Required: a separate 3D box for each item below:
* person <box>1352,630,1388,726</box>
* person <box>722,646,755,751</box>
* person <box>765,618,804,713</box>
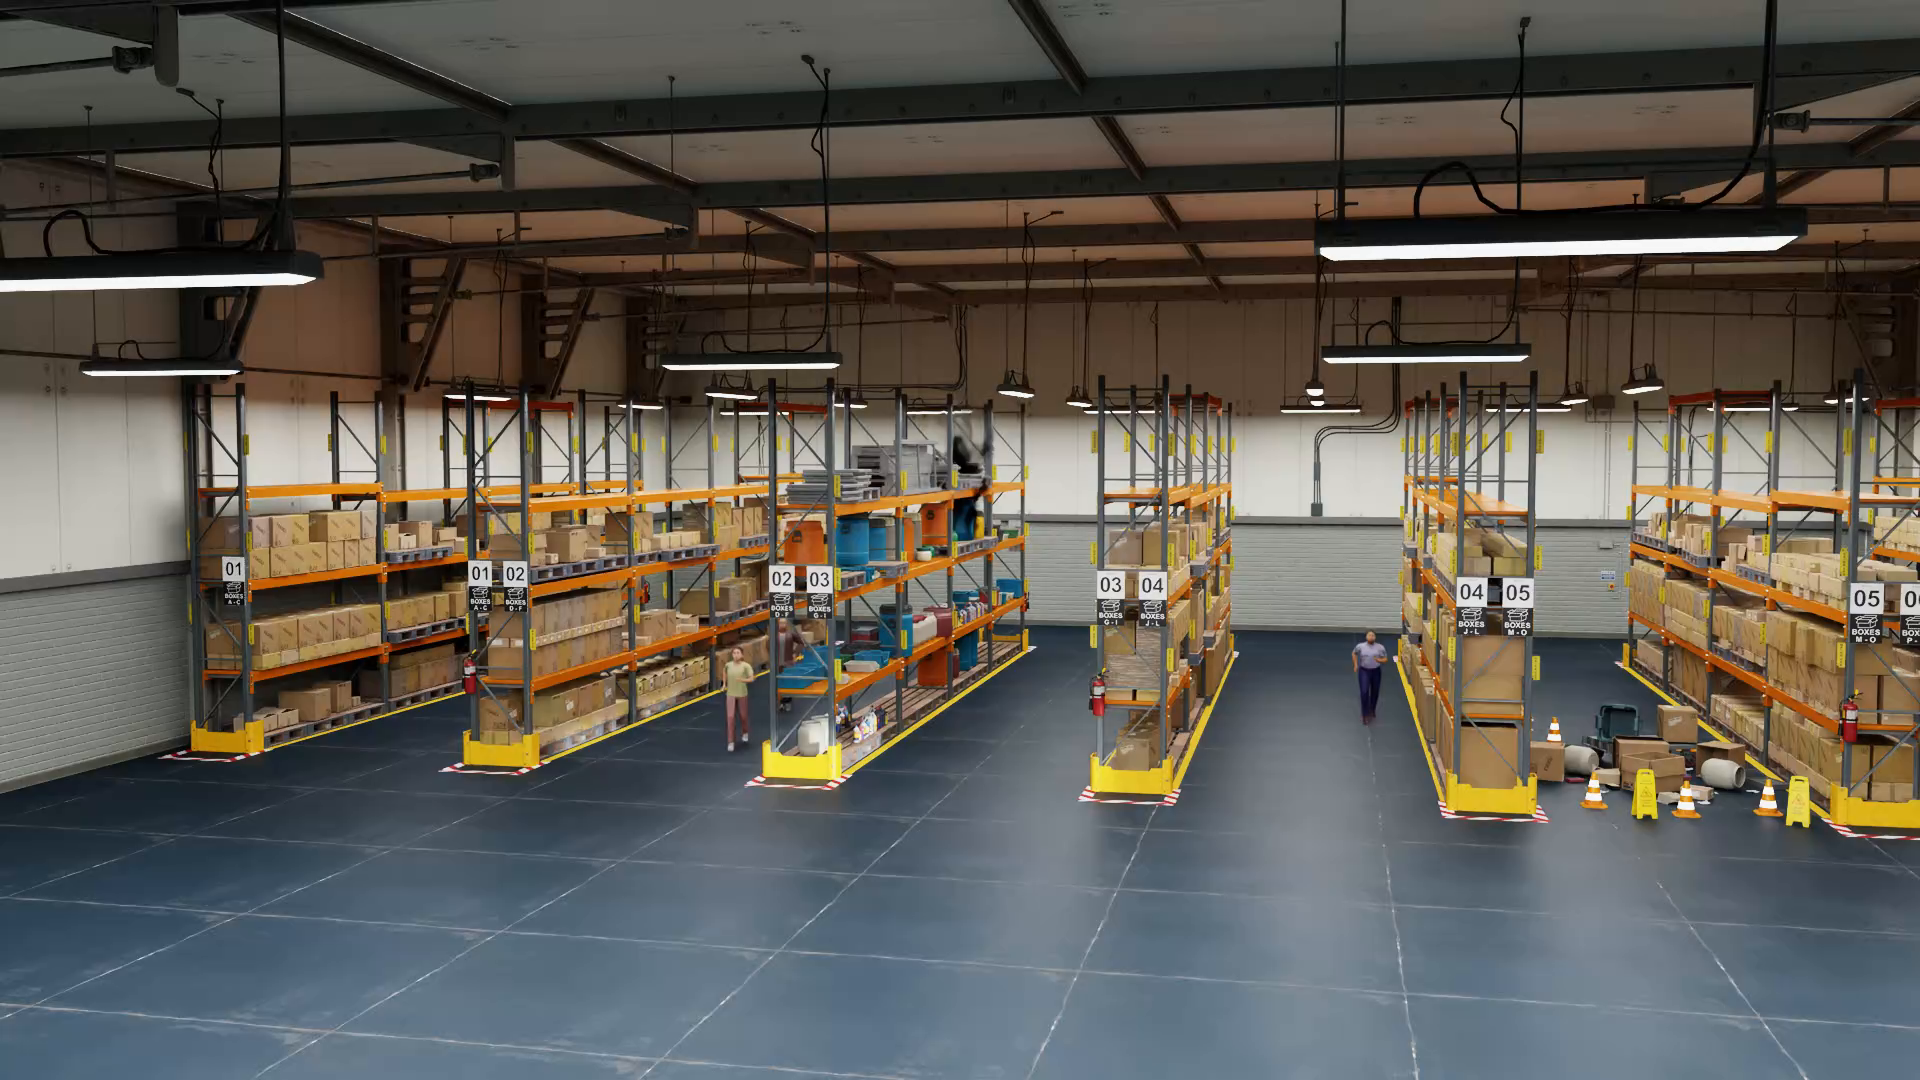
[{"bbox_3d":[7.399,2.450,29.995,0.594,1.671,0.877,0,3,6],"label":"person"},{"bbox_3d":[-3.661,2.588,27.401,0.573,1.631,0.964,0,3,2],"label":"person"},{"bbox_3d":[-3.317,2.345,31.139,0.688,1.786,0.721,0,3,5],"label":"person"}]
